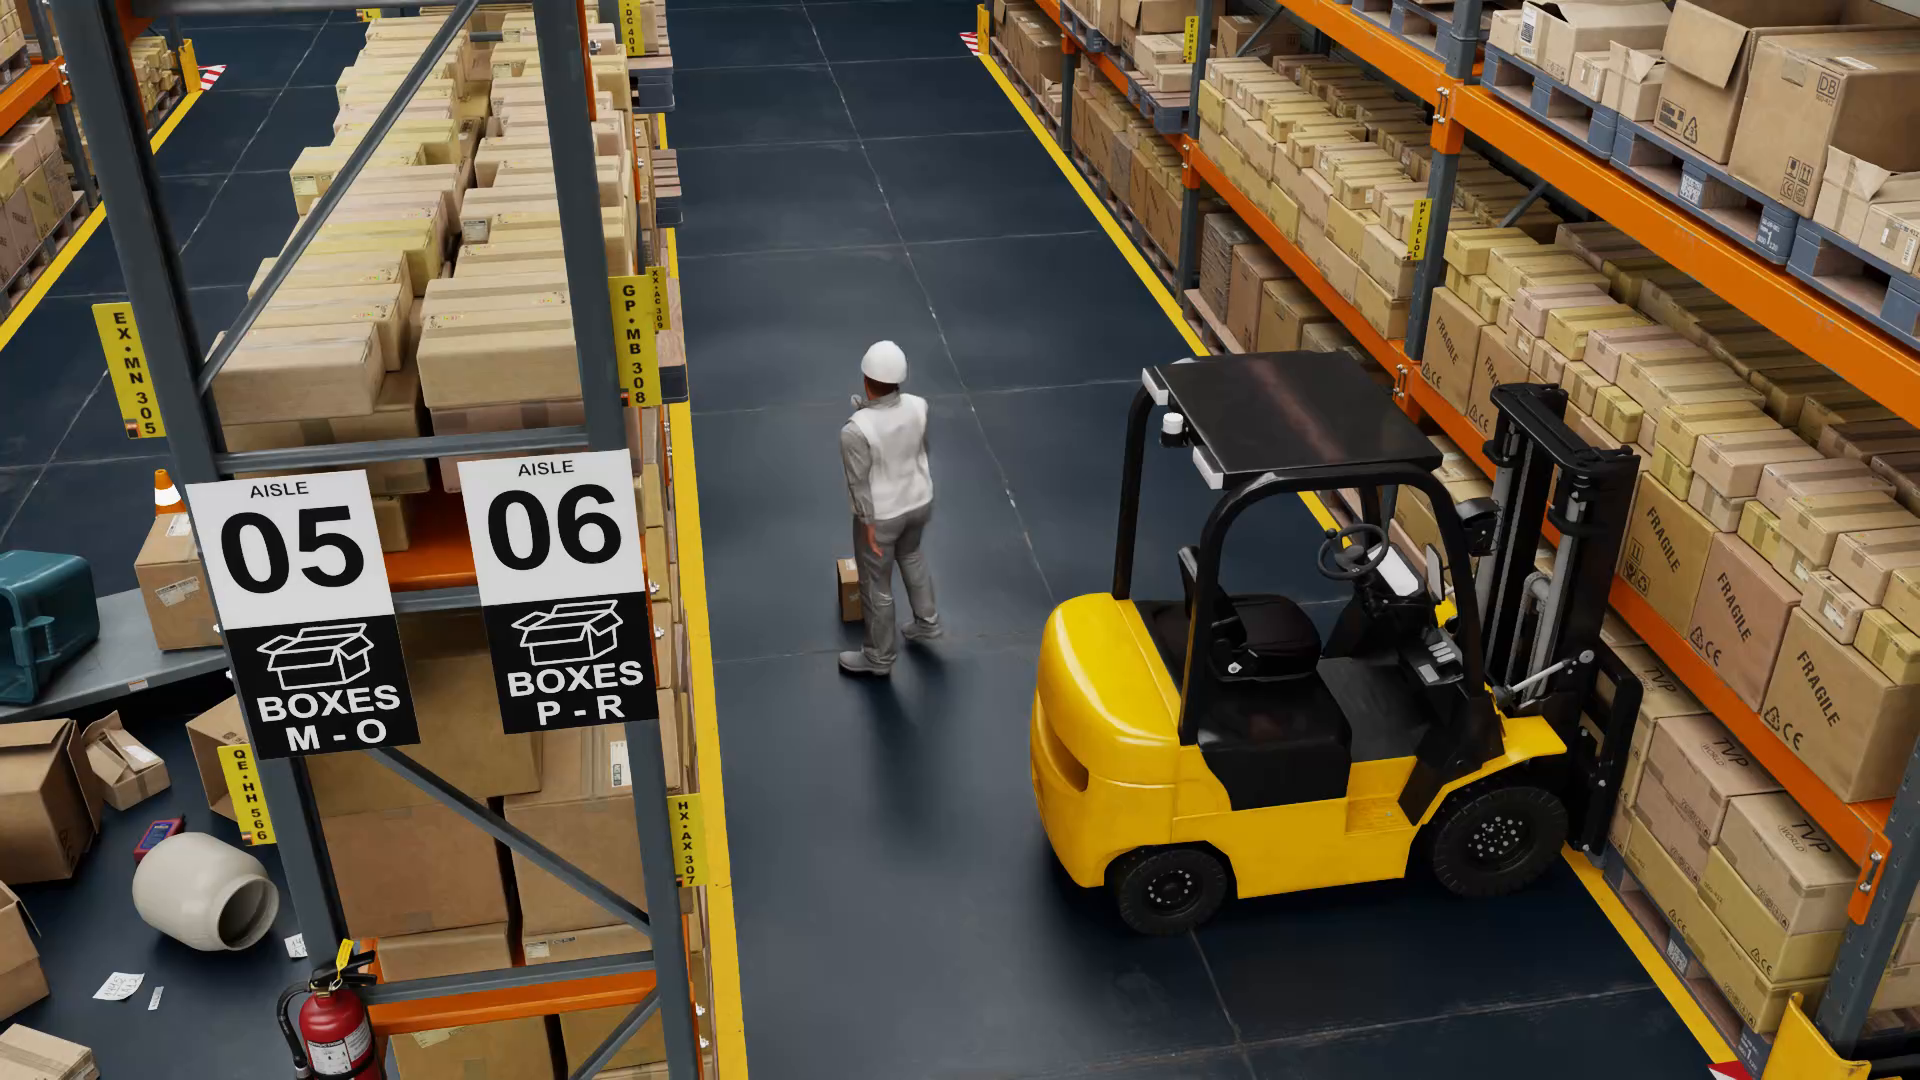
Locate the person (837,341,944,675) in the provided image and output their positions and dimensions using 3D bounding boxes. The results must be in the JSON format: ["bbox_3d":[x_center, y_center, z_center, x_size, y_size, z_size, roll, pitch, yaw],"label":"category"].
[{"bbox_3d":[-0.370,-0.171,8.356,0.571,1.777,0.376,-23,38,-34],"label":"person"}]
